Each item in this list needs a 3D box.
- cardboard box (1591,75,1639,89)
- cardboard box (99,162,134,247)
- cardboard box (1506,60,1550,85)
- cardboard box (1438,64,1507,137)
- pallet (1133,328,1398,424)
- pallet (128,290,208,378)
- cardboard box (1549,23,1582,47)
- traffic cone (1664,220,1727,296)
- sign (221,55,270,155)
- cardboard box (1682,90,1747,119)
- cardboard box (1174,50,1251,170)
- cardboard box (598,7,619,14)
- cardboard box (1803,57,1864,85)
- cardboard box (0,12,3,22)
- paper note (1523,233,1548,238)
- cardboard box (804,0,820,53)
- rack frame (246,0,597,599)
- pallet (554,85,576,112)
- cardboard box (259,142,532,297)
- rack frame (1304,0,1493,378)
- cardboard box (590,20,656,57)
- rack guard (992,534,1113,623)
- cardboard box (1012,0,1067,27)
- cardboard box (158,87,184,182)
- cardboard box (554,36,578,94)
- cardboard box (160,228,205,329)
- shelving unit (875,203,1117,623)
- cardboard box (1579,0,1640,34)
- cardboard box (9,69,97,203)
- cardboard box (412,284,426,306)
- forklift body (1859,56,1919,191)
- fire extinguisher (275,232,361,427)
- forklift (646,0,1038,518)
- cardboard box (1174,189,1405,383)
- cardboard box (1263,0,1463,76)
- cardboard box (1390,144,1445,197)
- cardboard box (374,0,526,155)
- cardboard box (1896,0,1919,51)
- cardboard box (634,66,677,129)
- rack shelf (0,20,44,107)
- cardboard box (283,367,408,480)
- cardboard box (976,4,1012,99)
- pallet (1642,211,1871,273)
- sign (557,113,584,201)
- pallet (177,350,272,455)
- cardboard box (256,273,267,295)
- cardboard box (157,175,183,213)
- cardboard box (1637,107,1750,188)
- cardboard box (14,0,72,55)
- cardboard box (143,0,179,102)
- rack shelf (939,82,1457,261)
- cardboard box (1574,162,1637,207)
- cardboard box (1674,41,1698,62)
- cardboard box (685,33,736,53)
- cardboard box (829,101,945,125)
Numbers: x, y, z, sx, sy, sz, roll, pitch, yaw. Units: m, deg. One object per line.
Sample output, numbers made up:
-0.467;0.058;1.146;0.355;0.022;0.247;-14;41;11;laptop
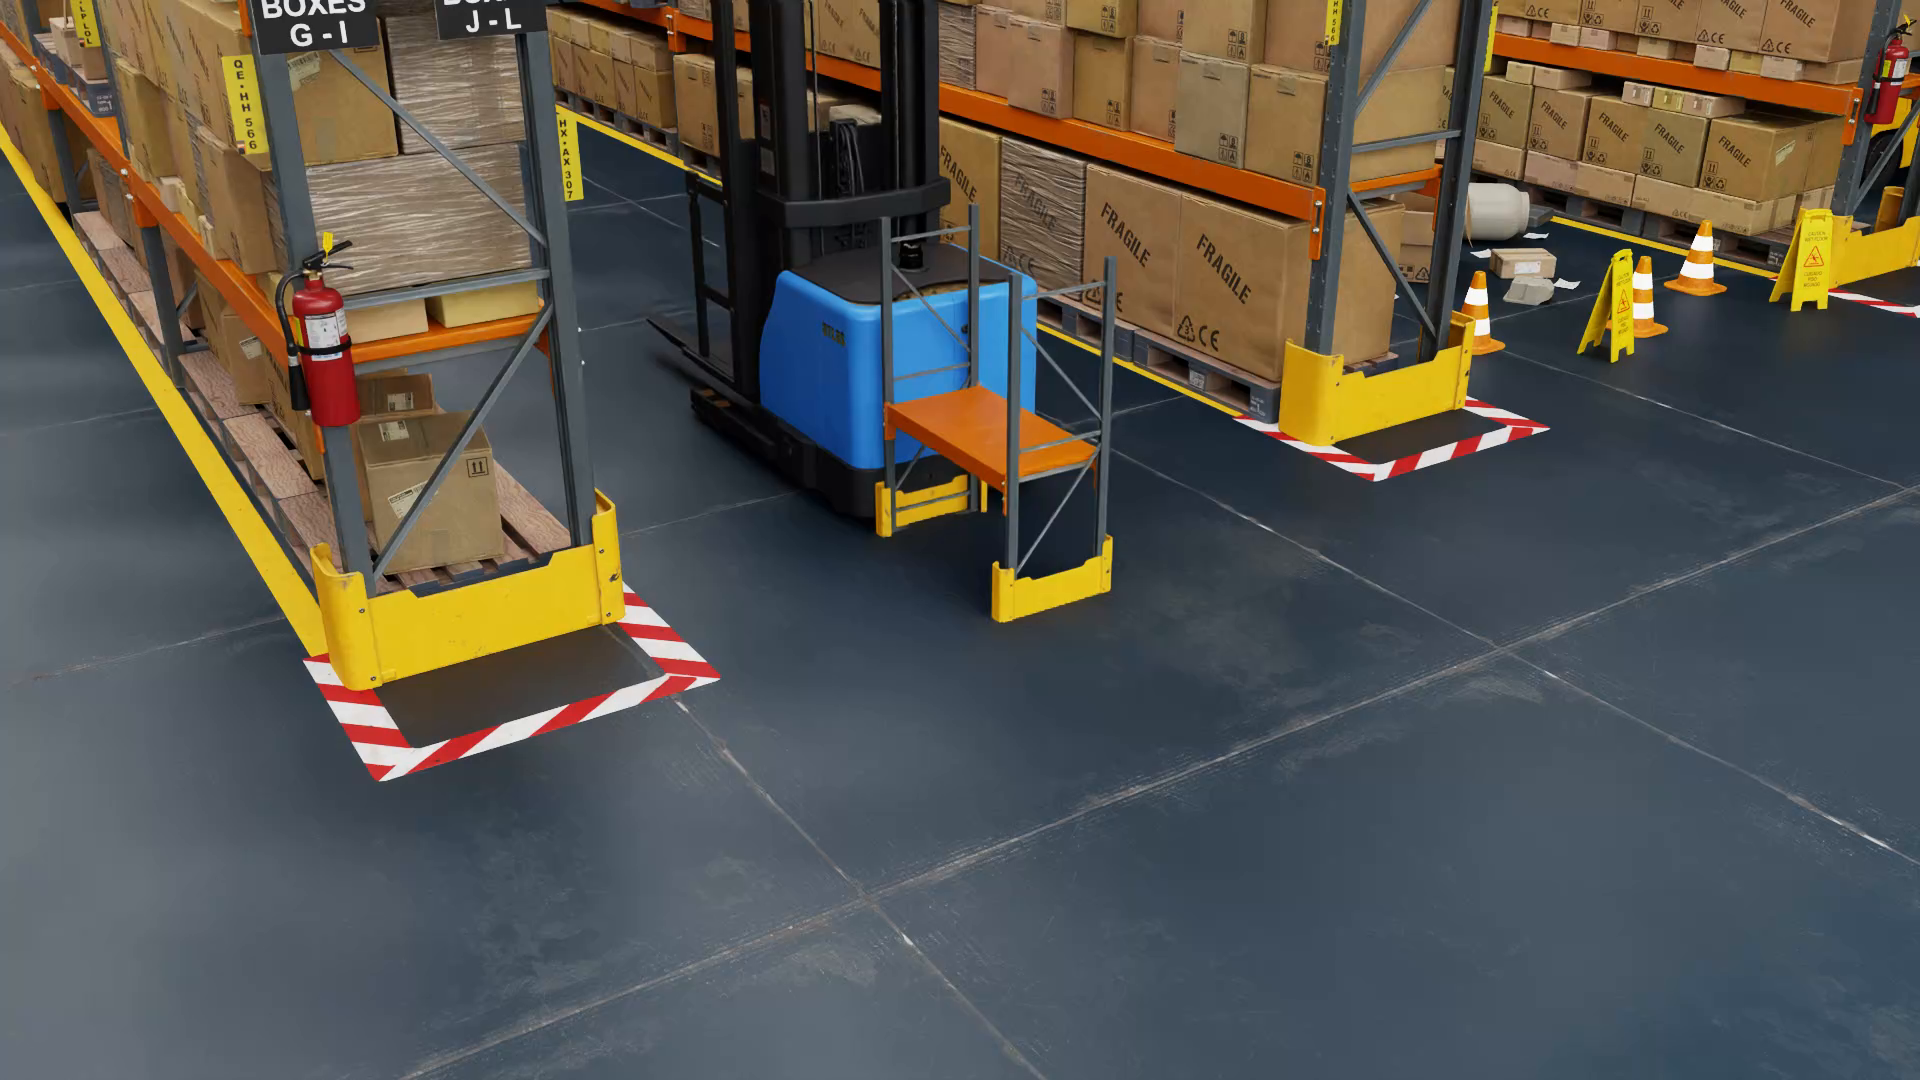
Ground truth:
5.285;-3.439;13.373;0.500;0.500;0.500;-14;29;-27;cardboard box
-5.612;-2.426;11.788;0.700;0.500;0.500;-18;31;-34;cardboard box
4.575;-3.730;13.227;0.380;0.149;0.250;-14;29;-28;cardboard box
4.275;-3.678;13.879;0.500;0.500;0.500;-14;29;-27;cardboard box
1.768;-1.053;9.733;1.003;0.211;1.213;-16;29;-30;pallet
-4.550;-1.374;10.414;1.003;0.211;1.213;-16;29;-30;pallet
4.773;-3.906;12.804;0.380;0.149;0.250;-15;29;-29;cardboard box
5.047;-1.942;11.322;0.336;0.463;0.334;-16;29;-30;traffic cone
-2.416;-1.471;5.625;0.100;0.325;0.005;-16;29;-30;sign
5.450;-3.156;12.013;0.380;0.149;0.250;-15;29;-28;cardboard box
1.711;-2.428;9.204;0.875;0.550;0.550;-16;29;-30;cardboard box
-3.393;-5.343;17.111;0.500;0.250;0.500;-14;29;-27;cardboard box
5.979;-3.206;11.322;0.380;0.149;0.250;-14;29;-28;cardboard box
-7.902;-4.682;14.038;0.500;0.500;0.500;-16;30;-31;cardboard box
4.369;-2.312;12.612;0.148;0.019;0.142;18;31;33;paper note
-0.974;-4.008;12.609;0.500;0.500;0.500;-15;29;-29;cardboard box
-1.941;-0.927;6.199;1.000;3.000;0.127;-16;29;-30;rack frame
-3.854;-4.799;17.669;1.003;0.211;1.213;-16;29;-30;pallet
-2.218;-1.309;6.544;0.875;0.500;0.500;-16;29;-30;cardboard box
2.270;-2.046;8.571;1.000;3.000;0.127;-16;29;-30;rack frame
-3.239;-4.853;16.075;0.500;0.250;0.500;-15;29;-28;cardboard box
0.397;0.159;7.120;0.587;0.250;0.087;-15;29;-29;rack guard
0.837;-3.498;10.206;0.875;0.550;0.550;-16;29;-30;cardboard box
-3.329;-2.019;8.048;0.875;0.500;0.500;-16;29;-30;cardboard box
-3.809;-4.883;17.016;0.500;0.500;0.500;-14;29;-27;cardboard box
-4.441;-1.650;10.145;0.700;0.500;0.500;-18;31;-33;cardboard box
0.133;-0.586;7.235;0.587;1.500;1.083;-15;29;-29;shelving unit
5.035;-4.091;12.437;0.500;0.500;0.500;-15;29;-29;cardboard box
-6.667;-3.269;13.157;1.225;0.875;0.875;-17;30;-32;cardboard box
-2.017;-1.064;6.785;0.380;0.149;0.250;-16;29;-30;cardboard box
7.956;-4.263;14.262;2.313;2.155;1.214;-16;29;-30;forklift body
-2.264;-0.743;5.901;0.296;0.674;0.183;-16;29;-30;fire extinguisher
-0.824;-2.014;8.583;1.130;2.935;3.031;-15;29;-29;forklift
1.845;-1.503;9.416;0.875;0.875;0.875;-15;29;-29;cardboard box
2.100;-2.744;8.609;0.875;0.550;0.550;-16;29;-30;cardboard box
3.624;-2.837;13.171;0.500;0.500;0.500;3;25;6;cardboard box
-2.012;-1.819;6.452;0.500;0.500;0.500;-16;29;-30;cardboard box
6.336;-3.650;11.502;0.500;0.500;0.500;-16;30;-30;cardboard box
-2.675;-4.142;15.446;0.500;0.500;0.500;-16;29;-30;cardboard box
-7.400;-4.178;13.929;1.077;0.370;4.000;-16;29;-30;rack shelf
-2.948;-0.647;8.044;0.500;0.500;0.500;-13;28;-25;cardboard box
0.617;-3.224;10.890;0.875;0.550;0.550;-16;29;-30;cardboard box
5.907;-2.301;12.377;1.003;0.211;1.213;-16;29;-30;pallet
-1.486;-1.445;6.282;0.100;0.325;0.005;-16;29;-30;sign
-3.728;-0.864;9.333;1.003;0.211;1.213;-16;29;-30;pallet
-2.708;-1.127;6.917;0.380;0.149;0.250;-16;29;-30;cardboard box
-3.727;-1.735;8.206;0.380;0.149;0.250;-16;29;-30;cardboard box
5.419;-2.933;12.300;0.500;0.500;0.500;-14;29;-28;cardboard box
-6.785;-3.952;12.491;0.500;0.500;0.500;-15;29;-28;cardboard box
-3.262;-2.235;7.334;0.500;0.500;0.500;-16;29;-30;cardboard box
1.179;-2.436;10.240;1.077;0.370;4.000;-16;29;-30;rack shelf
5.129;-2.782;12.858;0.500;0.250;0.500;-17;30;-31;cardboard box
5.438;-3.577;12.108;0.380;0.149;0.250;-15;29;-29;cardboard box
-2.270;-4.609;15.558;0.500;0.250;0.500;-17;30;-32;cardboard box
-0.327;-2.851;12.418;1.050;0.750;0.750;-16;29;-30;cardboard box
